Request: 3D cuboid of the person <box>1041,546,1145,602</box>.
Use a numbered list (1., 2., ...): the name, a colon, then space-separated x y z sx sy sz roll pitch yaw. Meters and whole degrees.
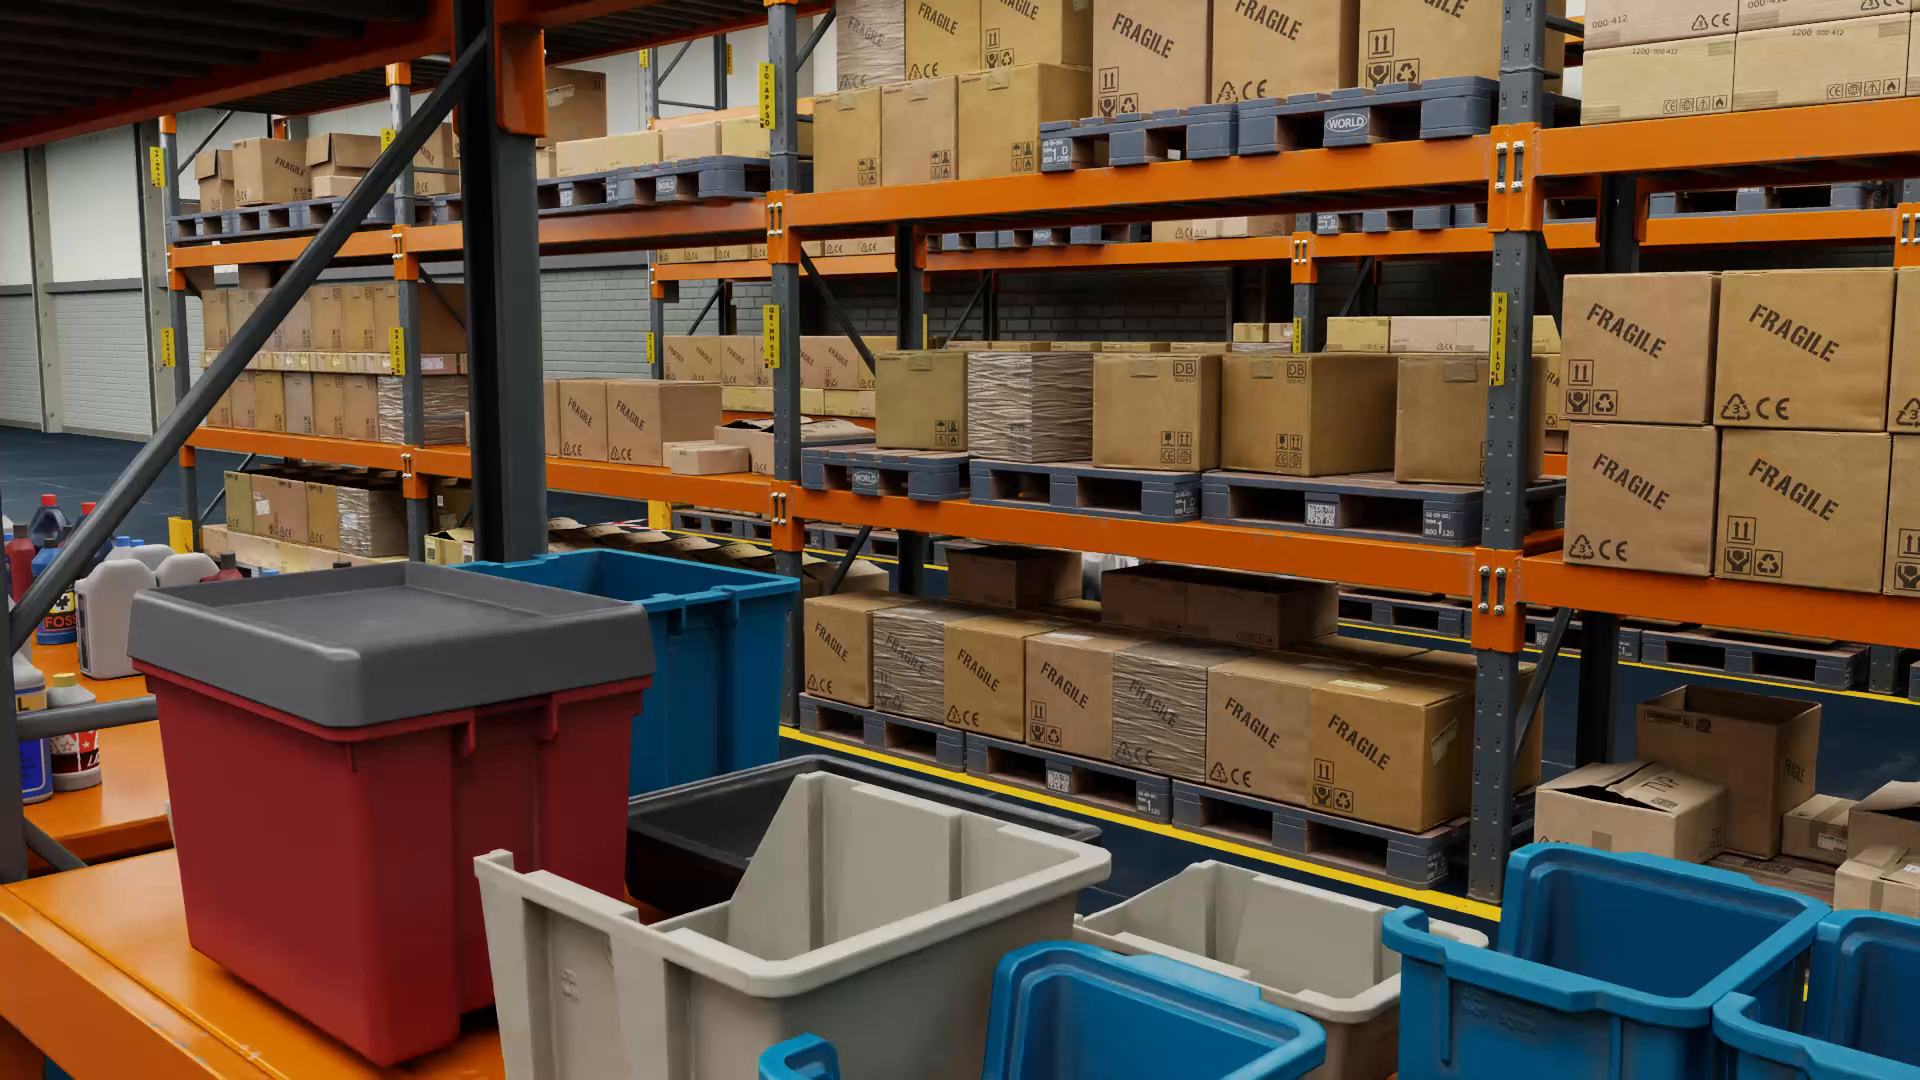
1. person: 0.900 0.313 10.902 0.513 0.886 0.936 6 9 41
